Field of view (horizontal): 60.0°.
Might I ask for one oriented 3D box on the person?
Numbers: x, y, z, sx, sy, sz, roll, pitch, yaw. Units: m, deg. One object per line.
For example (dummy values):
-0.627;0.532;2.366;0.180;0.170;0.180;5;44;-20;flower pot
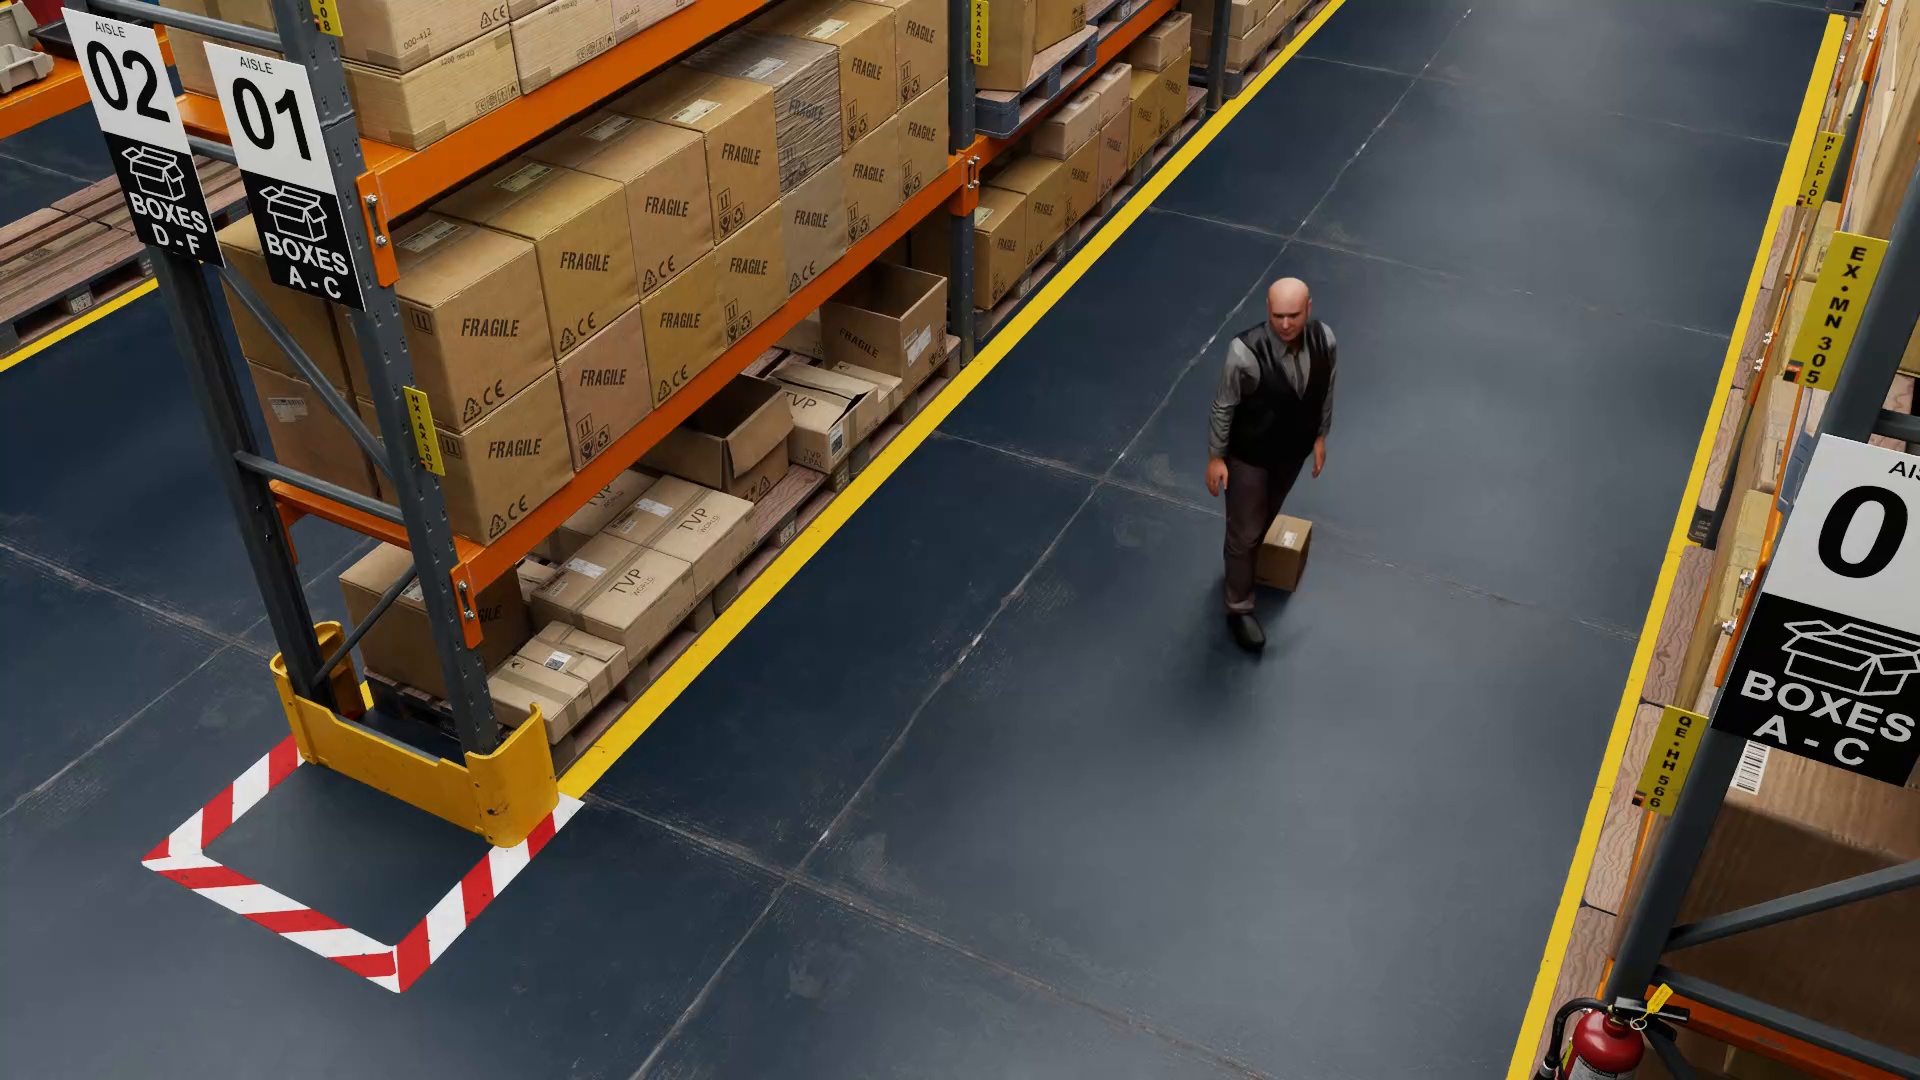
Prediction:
1.348;-0.373;7.231;0.585;1.721;0.609;-18;41;-22;person
